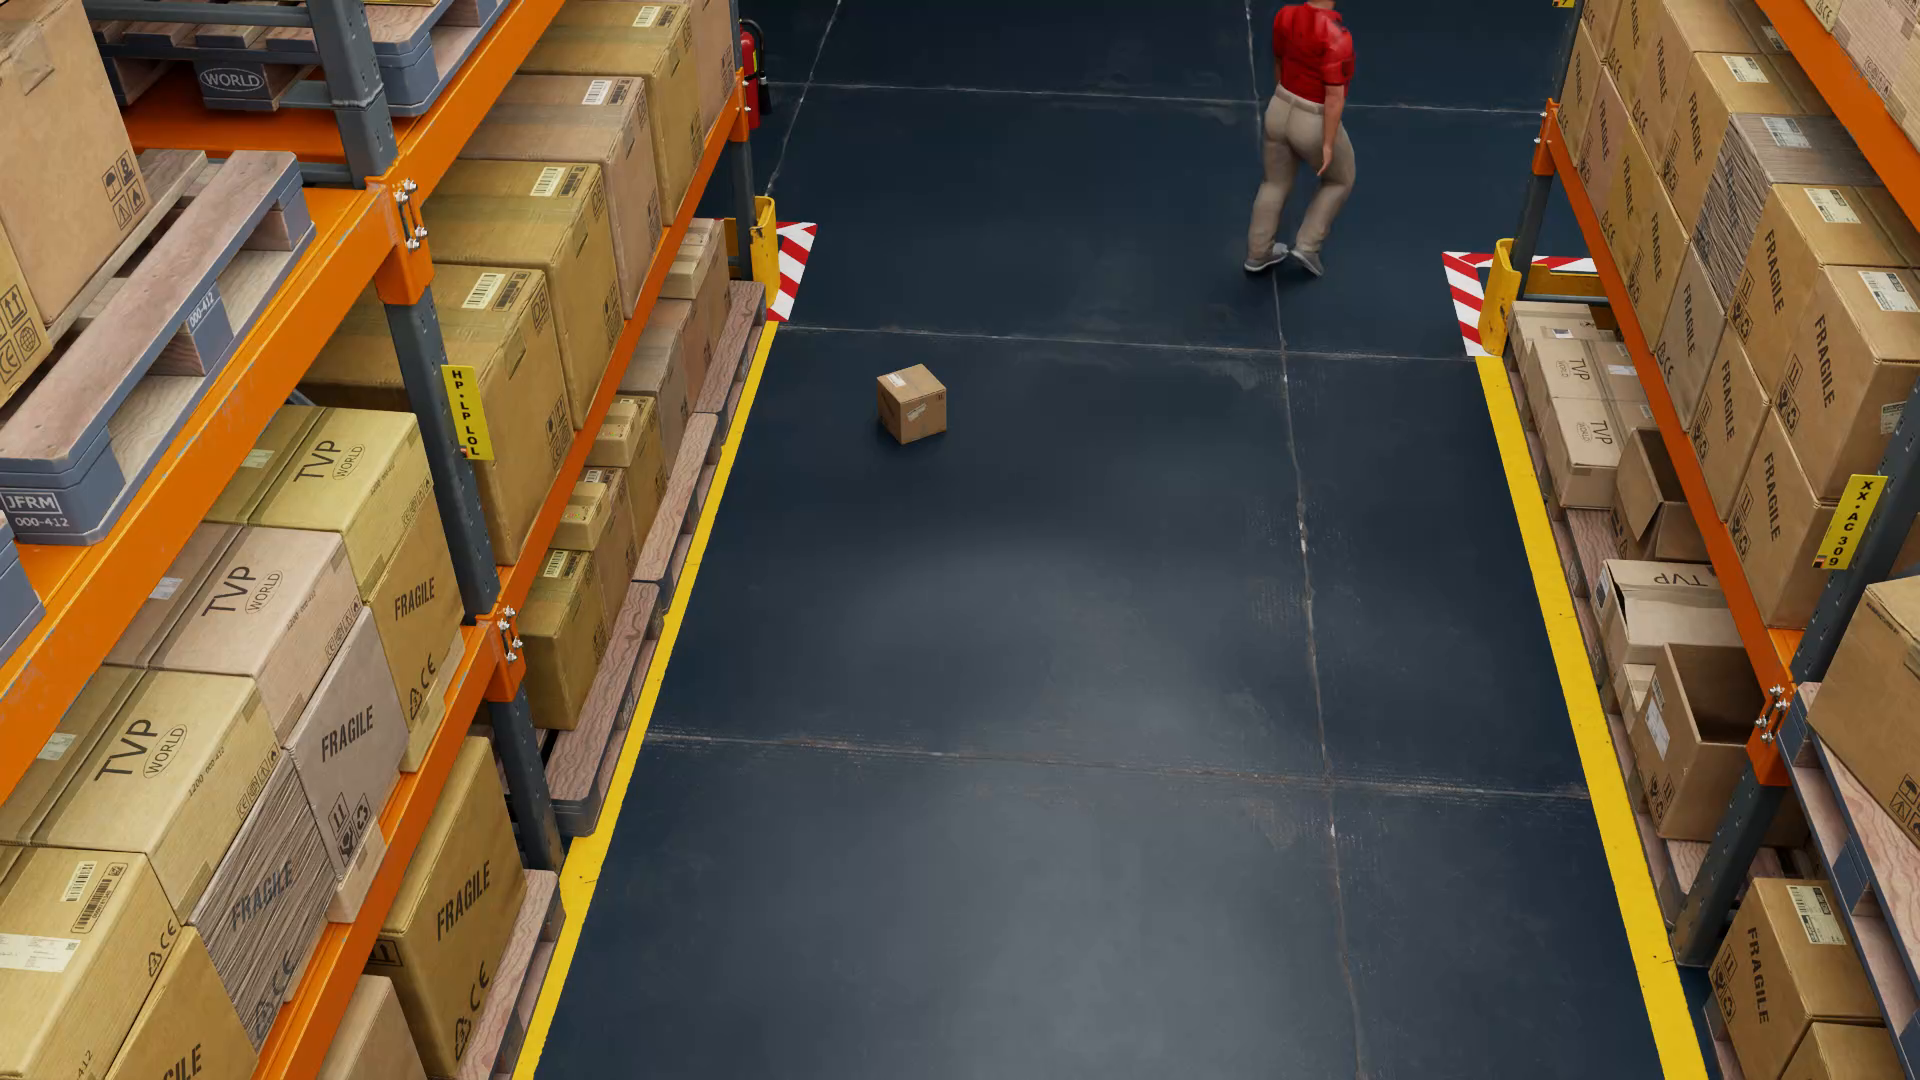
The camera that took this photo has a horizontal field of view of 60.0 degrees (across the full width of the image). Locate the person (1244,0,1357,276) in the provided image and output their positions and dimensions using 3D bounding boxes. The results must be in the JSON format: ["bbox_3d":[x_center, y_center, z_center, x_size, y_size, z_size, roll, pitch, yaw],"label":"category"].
[{"bbox_3d":[1.839,-2.177,8.813,0.504,1.798,0.585,-28,47,-30],"label":"person"}]
